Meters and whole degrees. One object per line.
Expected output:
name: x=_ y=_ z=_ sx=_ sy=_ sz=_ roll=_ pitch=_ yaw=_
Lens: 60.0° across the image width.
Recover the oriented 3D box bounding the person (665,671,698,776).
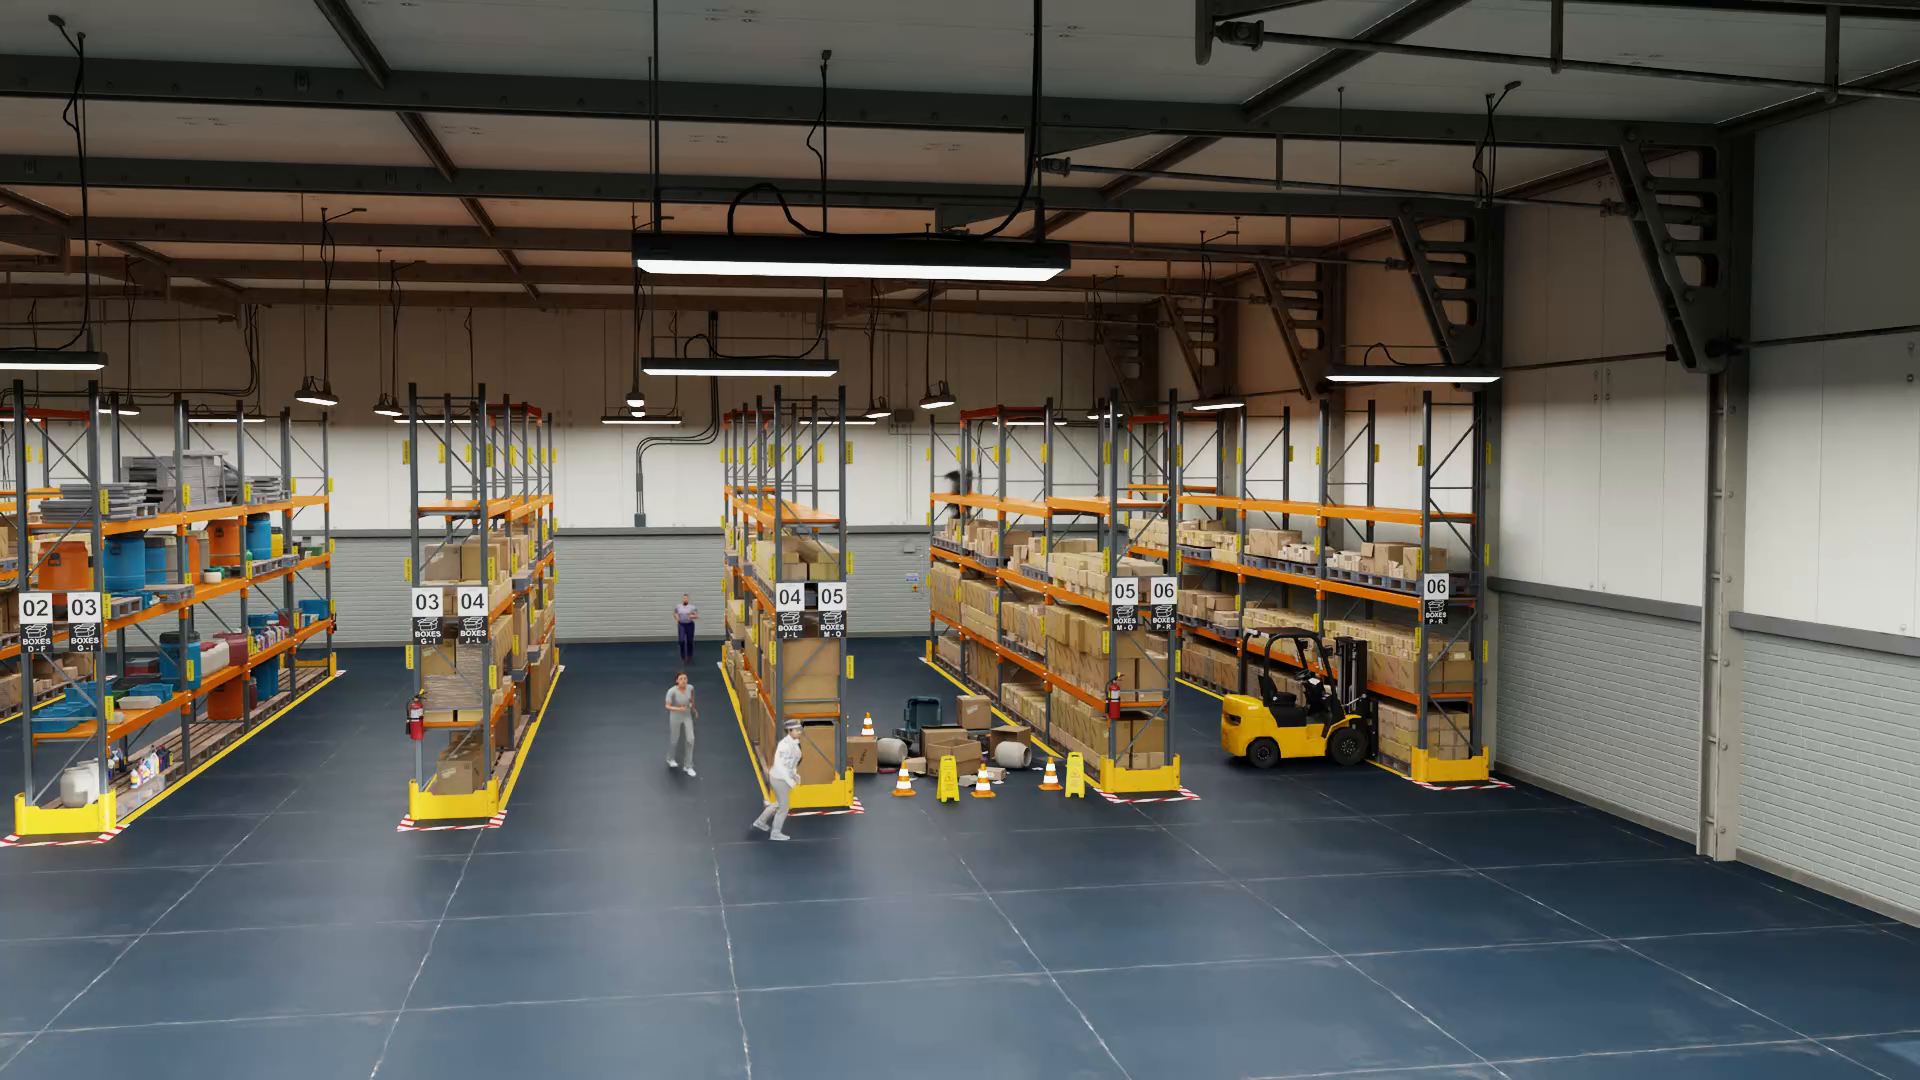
person: x=-4.410 y=2.854 z=26.208 sx=0.569 sy=1.640 sz=0.953 roll=-1 pitch=3 yaw=-26

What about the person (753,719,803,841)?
person: x=-2.360 y=3.100 z=21.620 sx=0.705 sy=1.607 sz=0.594 roll=1 pitch=3 yaw=12

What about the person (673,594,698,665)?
person: x=-6.615 y=2.155 z=40.116 sx=0.610 sy=1.686 sz=0.709 roll=0 pitch=3 yaw=-7
